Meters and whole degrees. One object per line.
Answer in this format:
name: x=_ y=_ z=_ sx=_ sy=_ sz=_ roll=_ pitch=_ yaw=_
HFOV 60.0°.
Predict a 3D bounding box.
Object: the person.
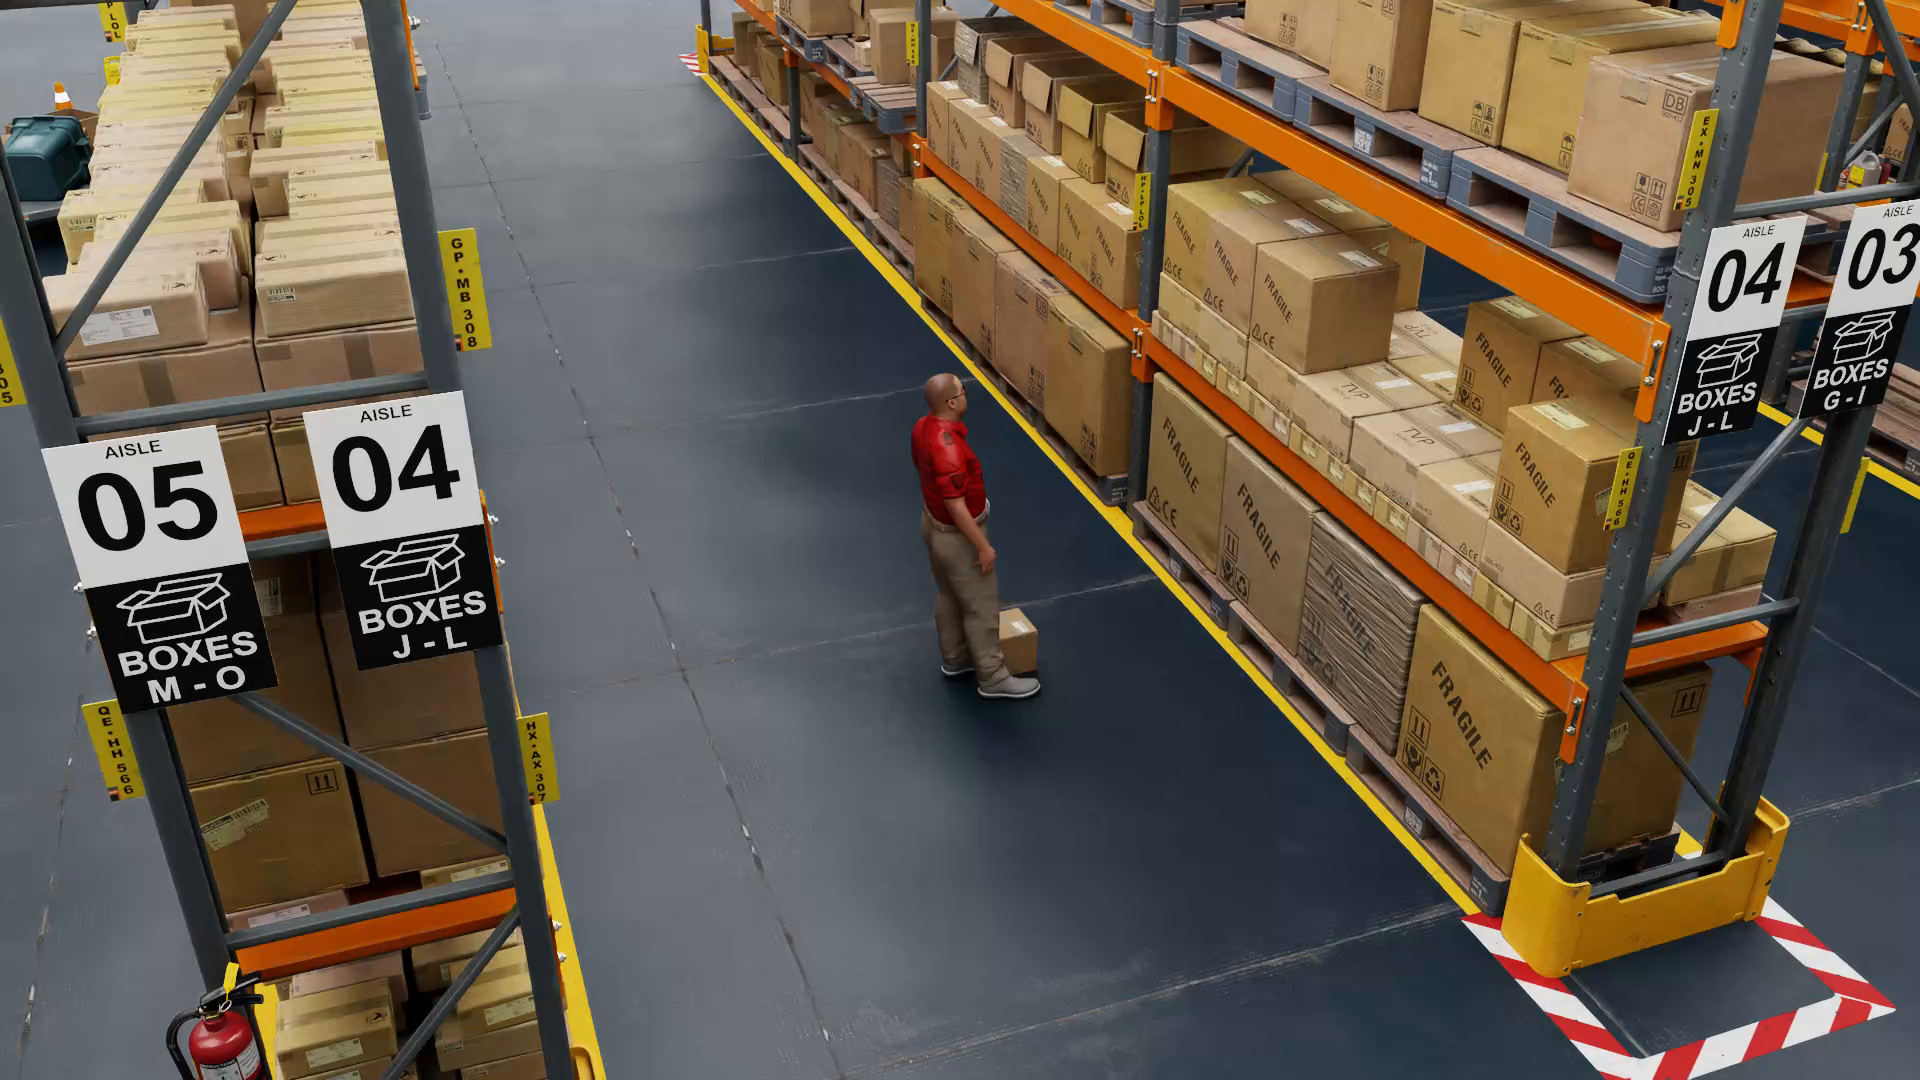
person: x=0.070 y=-0.043 z=8.422 sx=0.551 sy=1.727 sz=0.640 roll=-10 pitch=31 yaw=-18
